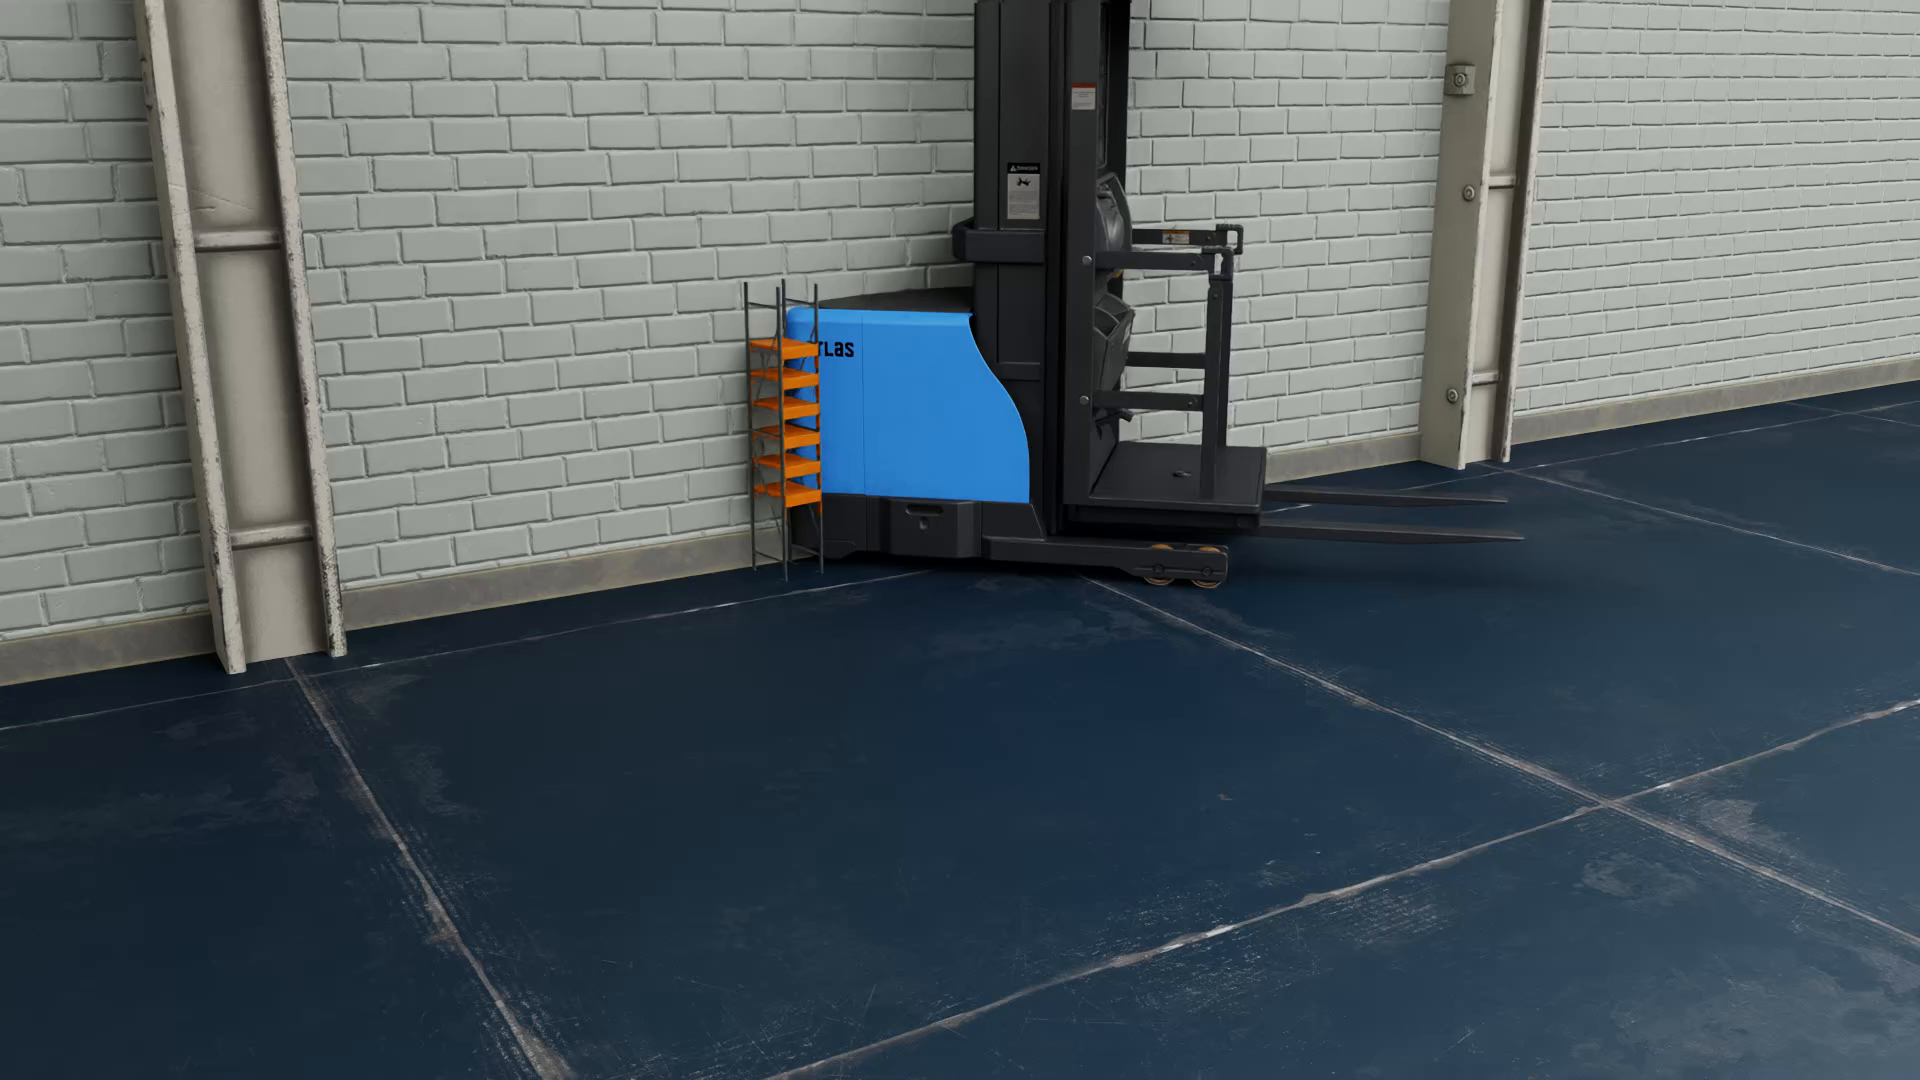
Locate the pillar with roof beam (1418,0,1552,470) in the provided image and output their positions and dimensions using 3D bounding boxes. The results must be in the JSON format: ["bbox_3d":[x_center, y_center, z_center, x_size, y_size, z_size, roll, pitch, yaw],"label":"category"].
[{"bbox_3d":[4.921,-3.769,4.183,0.400,9.000,9.100,-9,18,-30],"label":"pillar with roof beam"}]

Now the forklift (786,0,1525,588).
[{"bbox_3d":[0.827,-1.372,6.874,3.031,2.935,1.130,3,16,11],"label":"forklift"}]

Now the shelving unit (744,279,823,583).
[{"bbox_3d":[-0.715,-0.443,6.765,0.189,1.200,0.258,-13,20,-40],"label":"shelving unit"}]

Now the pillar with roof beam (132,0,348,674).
[{"bbox_3d":[-0.222,-2.935,1.207,0.400,9.000,9.100,-9,18,-30],"label":"pillar with roof beam"}]

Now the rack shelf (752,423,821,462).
[{"bbox_3d":[-0.716,-0.400,6.777,0.180,0.103,0.258,-13,20,-40],"label":"rack shelf"}]

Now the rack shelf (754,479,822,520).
[{"bbox_3d":[-0.717,-0.169,6.840,0.180,0.103,0.258,-13,20,-40],"label":"rack shelf"}]

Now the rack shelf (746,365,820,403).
[{"bbox_3d":[-0.715,-0.631,6.713,0.180,0.103,0.258,-13,20,-40],"label":"rack shelf"}]

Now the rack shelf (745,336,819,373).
[{"bbox_3d":[-0.714,-0.747,6.681,0.180,0.103,0.258,-13,20,-40],"label":"rack shelf"}]

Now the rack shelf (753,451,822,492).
[{"bbox_3d":[-0.716,-0.284,6.809,0.180,0.103,0.258,-13,20,-40],"label":"rack shelf"}]

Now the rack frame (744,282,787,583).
[{"bbox_3d":[-0.784,-0.427,6.706,0.006,1.200,0.240,-13,20,-40],"label":"rack frame"}]

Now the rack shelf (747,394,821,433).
[{"bbox_3d":[-0.715,-0.516,6.745,0.180,0.103,0.258,-13,20,-40],"label":"rack shelf"}]

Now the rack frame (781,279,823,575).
[{"bbox_3d":[-0.647,-0.459,6.824,0.006,1.200,0.240,-13,20,-40],"label":"rack frame"}]
